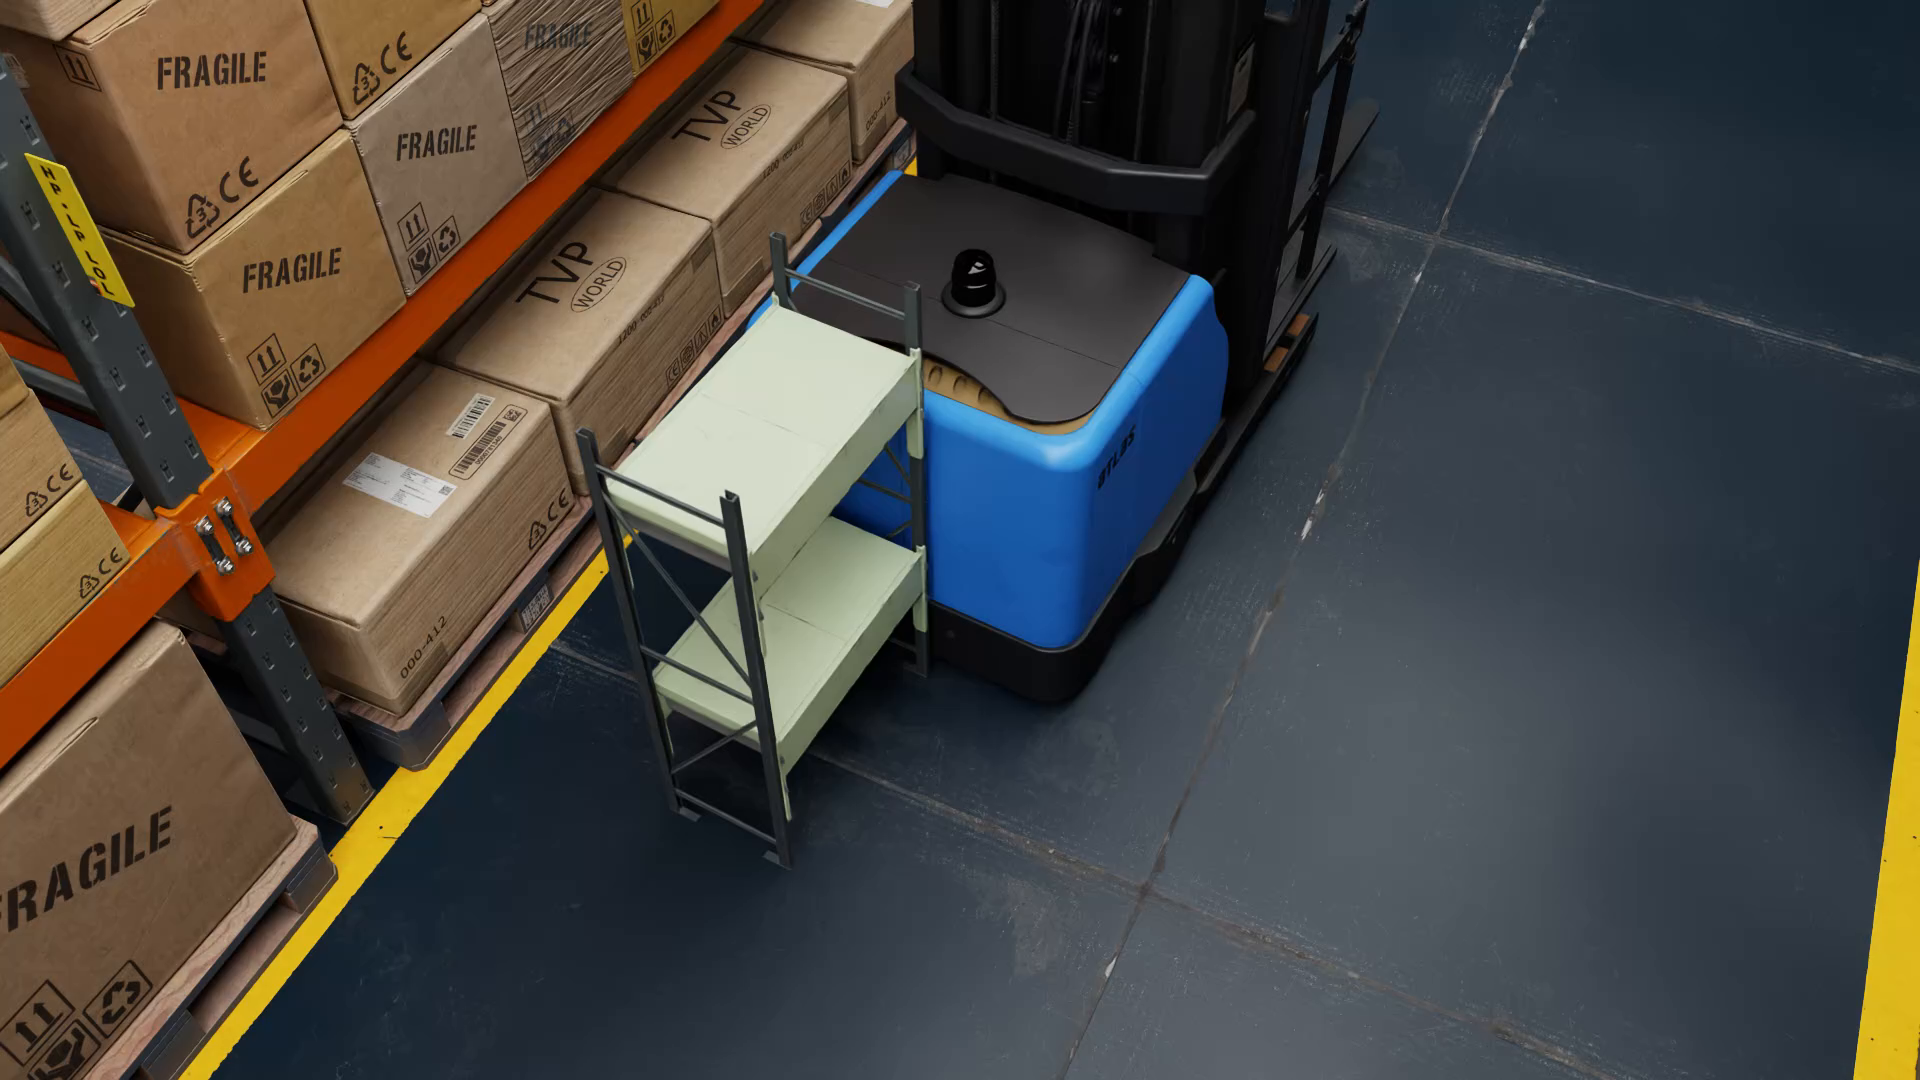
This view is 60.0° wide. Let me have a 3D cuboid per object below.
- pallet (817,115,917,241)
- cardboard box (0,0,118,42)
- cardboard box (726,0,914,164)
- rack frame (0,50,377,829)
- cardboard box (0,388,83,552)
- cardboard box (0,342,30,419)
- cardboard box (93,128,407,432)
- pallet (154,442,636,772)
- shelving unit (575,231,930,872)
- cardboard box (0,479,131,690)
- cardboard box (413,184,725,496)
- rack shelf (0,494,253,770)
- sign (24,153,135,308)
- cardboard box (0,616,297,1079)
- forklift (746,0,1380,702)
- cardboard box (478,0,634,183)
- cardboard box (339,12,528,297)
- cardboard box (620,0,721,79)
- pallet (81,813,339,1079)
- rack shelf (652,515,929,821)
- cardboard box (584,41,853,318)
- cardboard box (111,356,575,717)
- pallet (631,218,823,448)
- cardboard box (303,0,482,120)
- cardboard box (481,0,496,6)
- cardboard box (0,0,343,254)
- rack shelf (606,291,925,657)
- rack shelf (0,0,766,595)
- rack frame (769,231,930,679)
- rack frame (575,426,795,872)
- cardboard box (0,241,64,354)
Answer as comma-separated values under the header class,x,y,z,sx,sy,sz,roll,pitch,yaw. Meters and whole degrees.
class,x,y,z,sx,sy,sz,roll,pitch,yaw
pallet,-0.671,-1.659,6.523,1.003,0.211,1.213,20,52,16
cardboard box,-1.739,-1.084,3.054,0.380,0.149,0.250,19,52,16
cardboard box,-0.591,-1.957,6.352,0.875,0.438,0.875,18,52,15
rack frame,-2.109,-0.384,3.607,1.000,3.000,0.127,20,52,16
cardboard box,-2.077,-0.115,3.148,0.500,0.250,0.500,20,52,16
cardboard box,-2.073,-0.351,2.857,0.500,0.500,0.500,21,53,17
cardboard box,-1.672,-0.654,3.772,0.500,0.500,0.500,21,53,17
pallet,-1.713,0.021,5.093,1.003,0.211,1.213,20,52,16
shelving unit,-0.447,0.085,4.193,0.431,1.500,0.755,23,53,18
cardboard box,-2.072,0.055,3.332,0.500,0.250,0.500,19,52,15
cardboard box,-1.362,-0.704,5.286,0.875,0.438,0.875,18,52,15
rack shelf,-2.963,1.226,2.709,1.077,0.370,4.000,20,52,16
sign,-1.614,-0.564,3.052,0.100,0.325,0.005,20,52,16
cardboard box,-2.301,0.621,3.871,0.875,0.875,0.875,21,53,17
forklift,0.581,-1.609,4.695,1.130,2.935,3.031,23,53,18
cardboard box,-1.235,-1.340,4.355,0.500,0.500,0.500,20,53,16
cardboard box,-1.453,-1.000,4.065,0.500,0.500,0.500,20,53,16
cardboard box,-1.014,-1.695,4.657,0.500,0.500,0.500,21,53,17
pallet,-2.370,1.075,4.196,1.003,0.211,1.213,20,52,16
rack shelf,-0.447,0.296,4.441,0.431,0.370,0.720,23,53,18
cardboard box,-0.975,-1.324,5.814,0.875,0.438,0.875,21,53,17
cardboard box,-1.744,-0.087,4.761,0.875,0.438,0.875,19,52,16
pallet,-1.193,-0.822,5.811,1.003,0.211,1.213,20,52,16
cardboard box,-1.465,-1.335,3.695,0.500,0.500,0.500,19,52,16
cardboard box,-1.236,-1.684,3.992,0.500,0.500,0.500,21,53,17
cardboard box,-1.686,-0.990,3.400,0.500,0.500,0.500,20,53,16
rack shelf,-0.447,-0.168,3.896,0.431,0.370,0.720,23,53,18
rack shelf,-1.254,-1.528,5.053,1.077,0.370,4.000,20,52,16
rack frame,-0.267,-0.158,4.400,0.400,1.500,0.023,23,53,18
rack frame,-0.626,0.328,3.986,0.400,1.500,0.023,23,53,18
cardboard box,-2.142,-0.819,3.912,0.500,0.500,0.500,20,53,16
